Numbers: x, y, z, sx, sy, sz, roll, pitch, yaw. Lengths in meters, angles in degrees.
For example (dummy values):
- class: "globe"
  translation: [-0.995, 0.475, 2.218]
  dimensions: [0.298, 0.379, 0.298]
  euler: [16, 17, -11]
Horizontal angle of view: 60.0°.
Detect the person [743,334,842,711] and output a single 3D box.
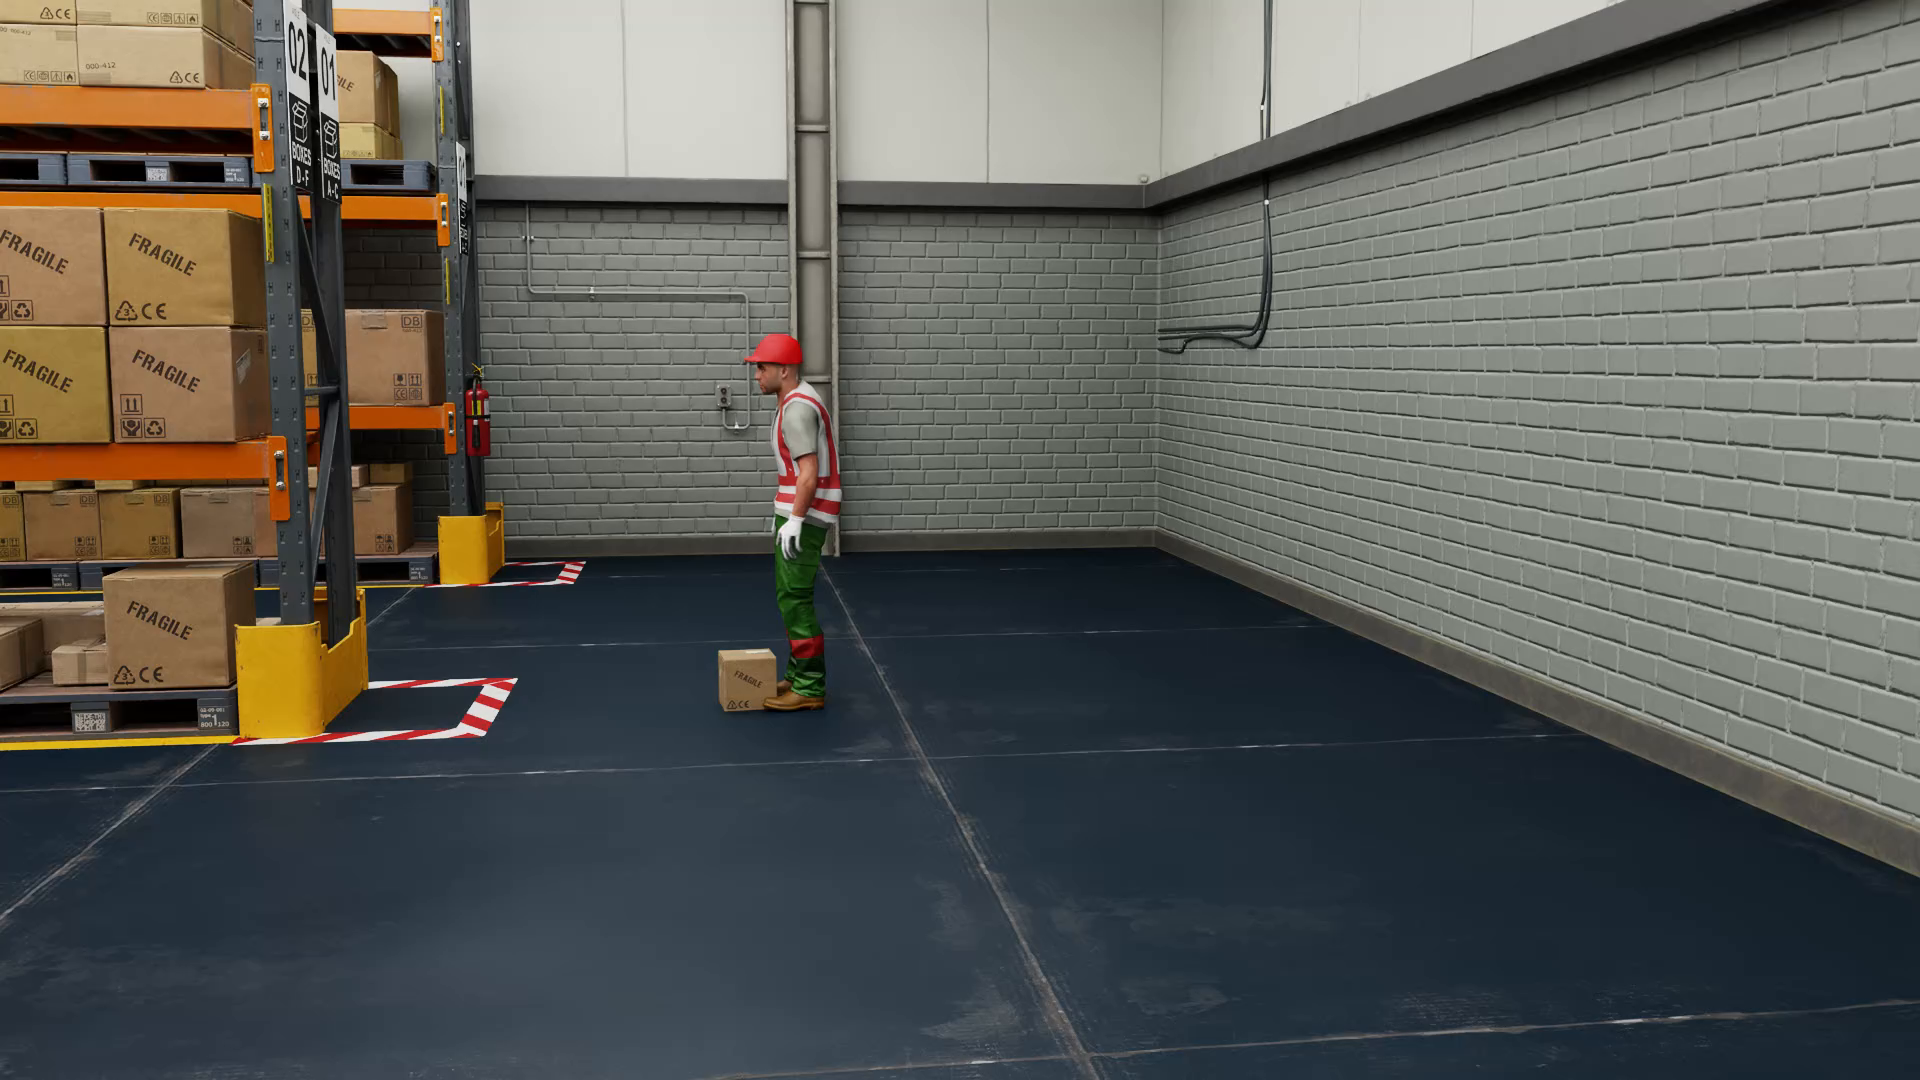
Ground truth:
- class: "person"
  translation: [-0.798, -0.089, 7.940]
  dimensions: [0.453, 1.779, 0.608]
  euler: [-1, 6, -9]
